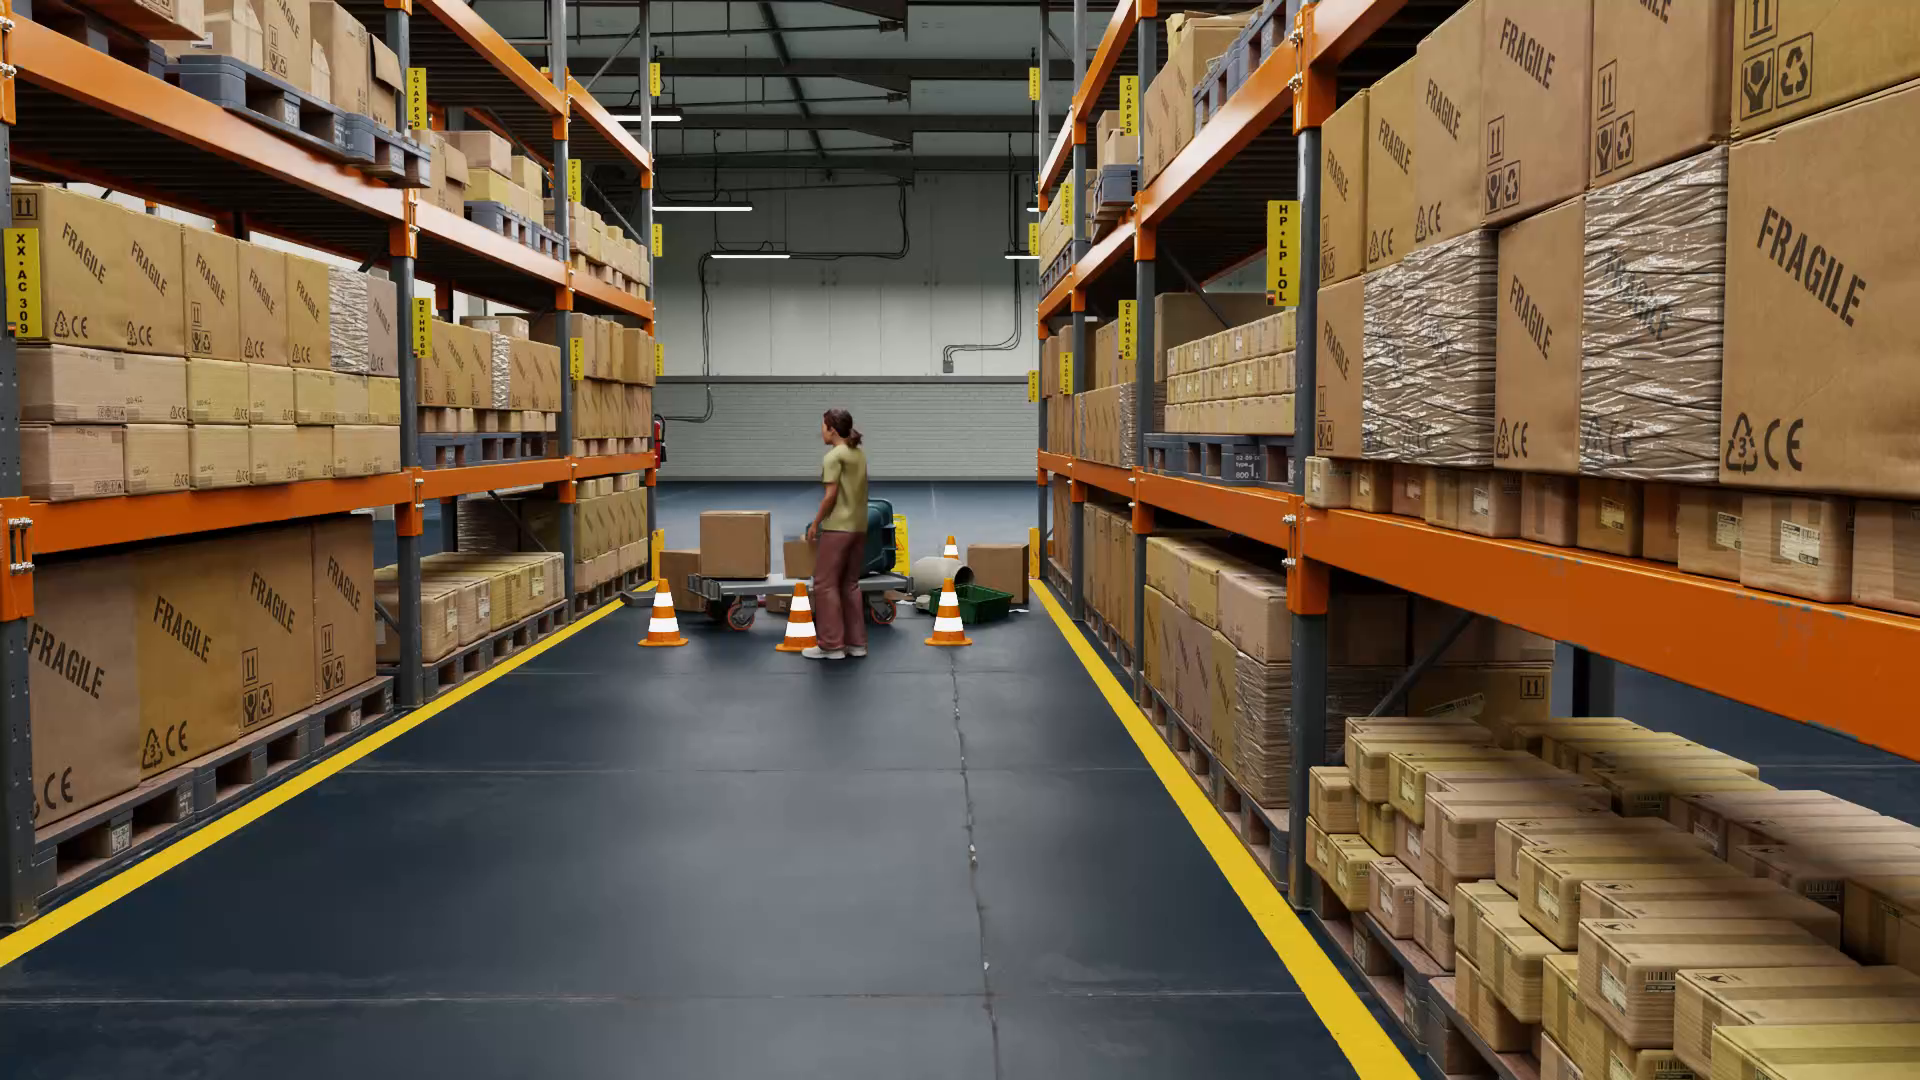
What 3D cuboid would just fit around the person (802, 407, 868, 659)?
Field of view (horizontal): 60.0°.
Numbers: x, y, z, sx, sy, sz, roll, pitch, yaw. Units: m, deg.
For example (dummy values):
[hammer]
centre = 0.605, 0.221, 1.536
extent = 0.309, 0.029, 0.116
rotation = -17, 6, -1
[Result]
[person]
centre = -0.830, -0.046, 11.124
extent = 0.414, 1.676, 0.477
rotation = 2, 4, 26
